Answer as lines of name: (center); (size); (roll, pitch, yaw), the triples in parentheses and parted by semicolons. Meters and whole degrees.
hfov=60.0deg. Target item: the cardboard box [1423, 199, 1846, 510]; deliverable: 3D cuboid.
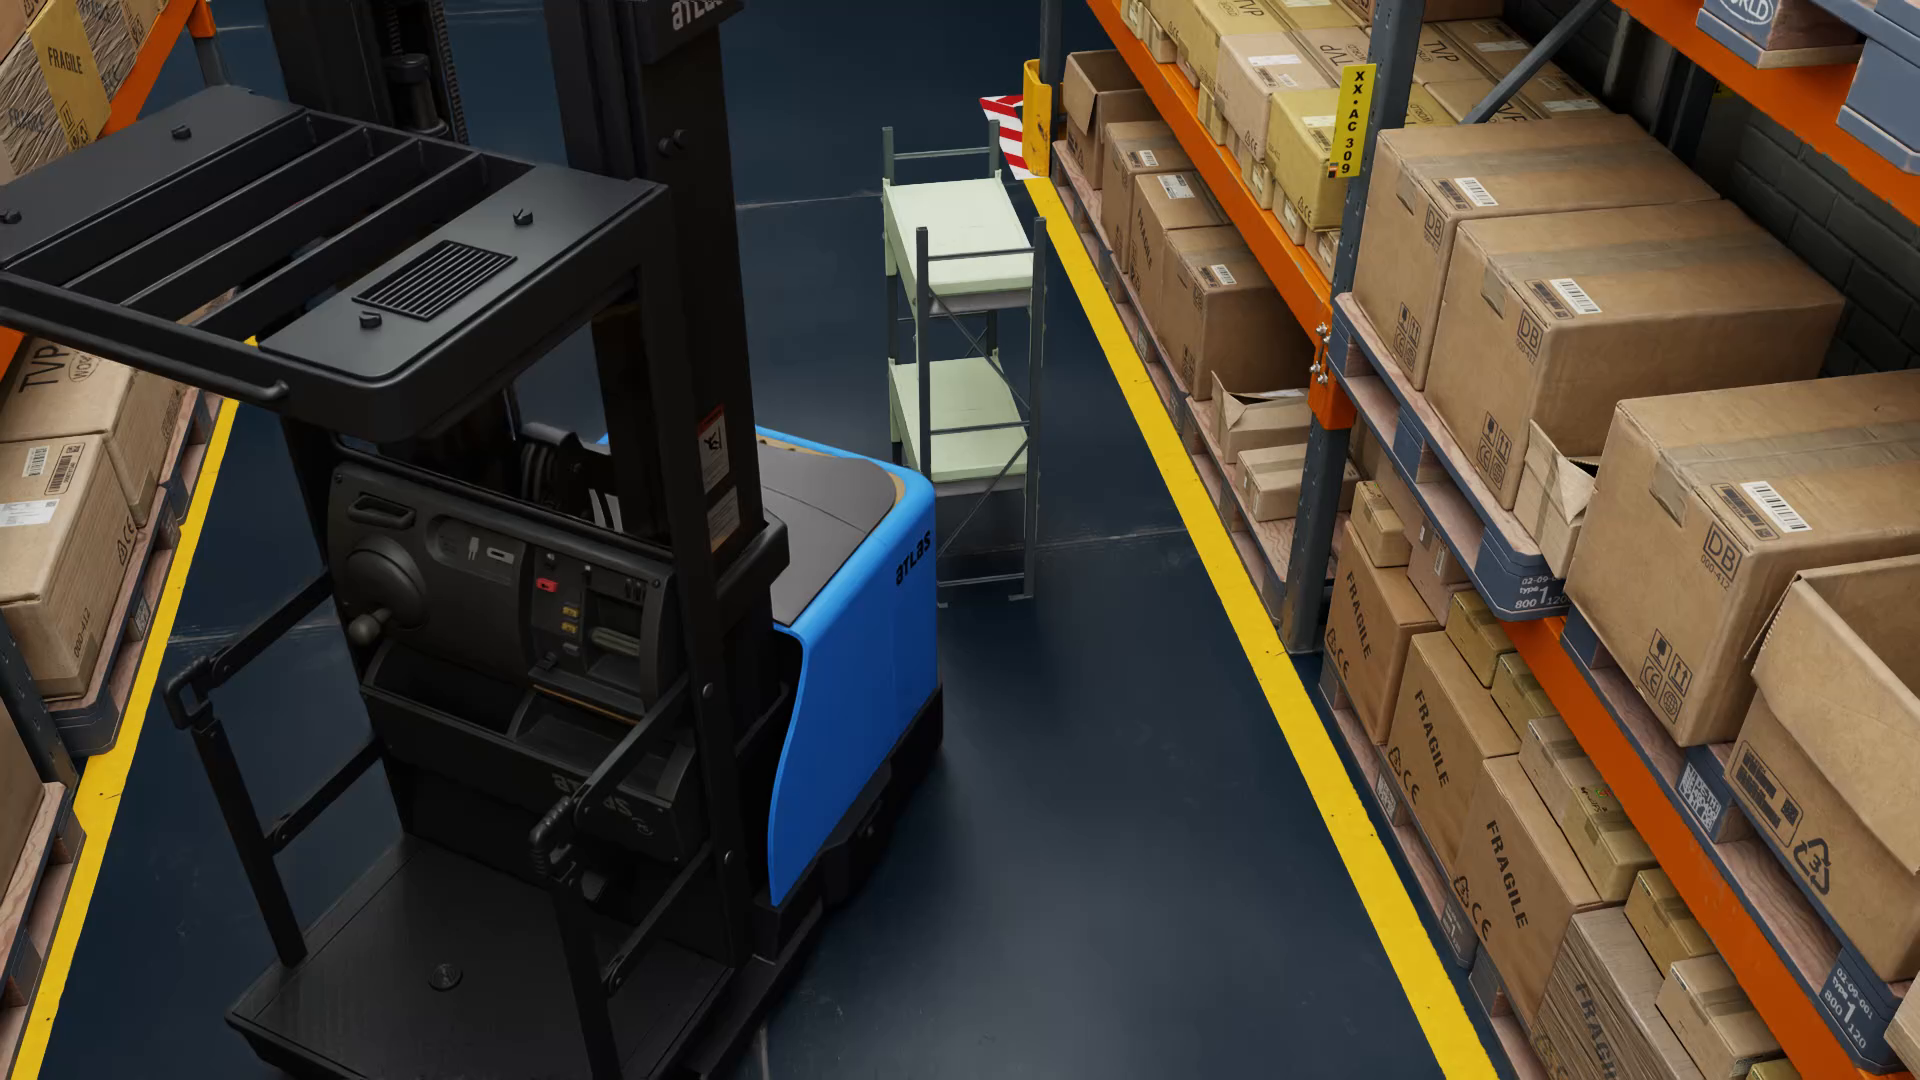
cardboard box: (1.570, -0.449, 3.959); (0.700, 0.500, 0.500); (-6, 38, -7)

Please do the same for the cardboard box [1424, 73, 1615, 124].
cardboard box: (1.794, -1.259, 5.306); (0.500, 0.250, 0.500); (-7, 38, -8)

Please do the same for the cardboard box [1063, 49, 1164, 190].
cardboard box: (0.927, -2.089, 8.187); (0.797, 0.503, 0.637); (-8, 38, -10)

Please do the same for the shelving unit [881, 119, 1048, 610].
shelving unit: (0.001, -0.588, 5.785); (0.431, 1.500, 0.755); (-6, 38, -8)

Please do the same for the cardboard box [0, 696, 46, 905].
cardboard box: (-3.084, 0.702, 4.290); (0.875, 0.875, 0.875); (-5, 38, -7)

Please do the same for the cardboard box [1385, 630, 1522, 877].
cardboard box: (1.581, 0.585, 4.747); (0.500, 0.500, 0.500); (-7, 38, -9)

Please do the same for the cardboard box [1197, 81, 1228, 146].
cardboard box: (1.082, -1.561, 6.019); (0.380, 0.149, 0.250); (-7, 38, -9)

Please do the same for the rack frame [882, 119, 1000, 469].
rack frame: (-0.063, -0.809, 6.069); (0.400, 1.500, 0.023); (-6, 38, -8)

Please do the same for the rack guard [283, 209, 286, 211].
rack guard: (-3.977, -1.780, 8.134); (1.175, 0.500, 0.348); (-6, 38, -8)

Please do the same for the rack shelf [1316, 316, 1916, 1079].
rack shelf: (1.965, 0.619, 3.594); (1.077, 0.370, 4.000); (-6, 38, -8)

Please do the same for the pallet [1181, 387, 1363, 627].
pallet: (1.495, -0.186, 6.318); (1.003, 0.211, 1.213); (-6, 38, -8)

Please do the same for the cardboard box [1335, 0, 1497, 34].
cardboard box: (1.610, -1.873, 6.096); (0.500, 0.250, 0.500); (-5, 38, -7)

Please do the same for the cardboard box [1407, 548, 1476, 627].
cardboard box: (1.540, 0.097, 4.847); (0.380, 0.149, 0.250); (-7, 38, -9)

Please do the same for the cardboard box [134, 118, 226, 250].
cardboard box: (-3.759, -1.519, 7.506); (0.875, 0.438, 0.875); (-7, 38, -9)

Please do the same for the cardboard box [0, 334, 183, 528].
cardboard box: (-3.434, -0.422, 6.095); (0.875, 0.438, 0.875); (-7, 38, -9)

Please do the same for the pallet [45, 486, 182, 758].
pallet: (-3.328, 0.297, 5.696); (1.003, 0.211, 1.213); (-6, 38, -8)

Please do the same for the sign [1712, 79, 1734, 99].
sign: (2.160, -1.392, 4.653); (0.100, 0.325, 0.005); (-6, 38, -8)

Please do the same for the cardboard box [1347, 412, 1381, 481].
cardboard box: (1.731, -0.401, 6.171); (0.500, 0.311, 0.500); (-5, 38, -6)

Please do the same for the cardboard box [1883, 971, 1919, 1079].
cardboard box: (1.812, 0.834, 2.511); (0.500, 0.250, 0.500); (-8, 39, -10)

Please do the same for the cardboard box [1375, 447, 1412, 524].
cardboard box: (1.475, -0.186, 4.969); (0.380, 0.149, 0.250); (-7, 38, -9)

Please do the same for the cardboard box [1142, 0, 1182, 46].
cardboard box: (1.019, -2.127, 6.423); (0.500, 0.250, 0.500); (-7, 38, -9)

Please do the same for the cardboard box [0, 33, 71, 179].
cardboard box: (-3.261, -1.293, 5.388); (0.500, 0.500, 0.500); (-6, 38, -8)

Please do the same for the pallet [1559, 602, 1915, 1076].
pallet: (1.970, 0.445, 3.389); (1.003, 0.211, 1.213); (-6, 38, -8)

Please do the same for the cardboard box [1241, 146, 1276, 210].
cardboard box: (1.174, -1.248, 5.617); (0.380, 0.149, 0.250); (-5, 38, -7)

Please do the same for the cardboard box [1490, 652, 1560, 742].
cardboard box: (1.658, 0.414, 4.438); (0.380, 0.149, 0.250); (-7, 38, -9)

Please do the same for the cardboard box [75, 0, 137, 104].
cardboard box: (-3.455, -1.915, 6.188); (0.500, 0.500, 0.500); (-5, 38, -7)

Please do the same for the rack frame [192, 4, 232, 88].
rack frame: (-3.973, -2.753, 7.348); (1.000, 3.000, 0.127); (-6, 38, -8)

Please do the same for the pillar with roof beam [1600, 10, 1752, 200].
pillar with roof beam: (-1.858, -3.296, 3.158); (9.100, 9.000, 0.400); (-6, 38, -8)

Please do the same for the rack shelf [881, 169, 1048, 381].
rack shelf: (0.001, -0.896, 5.545); (0.431, 0.370, 0.720); (-6, 38, -8)

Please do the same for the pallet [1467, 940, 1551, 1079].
pallet: (2.012, 1.454, 4.206); (1.003, 0.211, 1.213); (-6, 38, -8)

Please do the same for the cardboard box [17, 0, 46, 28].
cardboard box: (-3.364, -2.006, 5.491); (0.500, 0.500, 0.500); (-6, 38, -8)

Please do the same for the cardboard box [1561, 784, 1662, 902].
cardboard box: (1.706, 0.720, 4.045); (0.380, 0.149, 0.250); (-5, 38, -6)

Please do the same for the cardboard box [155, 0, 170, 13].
cardboard box: (-3.628, -2.529, 6.979); (0.500, 0.500, 0.500); (-6, 38, -8)

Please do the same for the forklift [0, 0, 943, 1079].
forklift: (-1.149, 0.190, 3.616); (1.130, 2.935, 3.031); (16, 41, 20)

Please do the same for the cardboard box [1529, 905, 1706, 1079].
cardboard box: (1.749, 1.201, 3.954); (0.500, 0.500, 0.500); (-8, 38, -10)

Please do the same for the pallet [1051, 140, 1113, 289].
pallet: (1.067, -1.660, 8.215); (1.003, 0.211, 1.213); (-6, 38, -8)

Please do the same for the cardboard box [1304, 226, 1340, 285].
cardboard box: (1.310, -0.939, 5.219); (0.380, 0.149, 0.250); (-6, 38, -7)

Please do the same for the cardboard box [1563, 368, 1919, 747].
cardboard box: (1.708, 0.025, 3.349); (0.700, 0.500, 0.500); (-6, 38, -8)

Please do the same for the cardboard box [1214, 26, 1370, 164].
cardboard box: (1.183, -1.513, 5.633); (0.500, 0.250, 0.500); (-6, 38, -8)

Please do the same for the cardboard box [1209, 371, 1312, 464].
cardboard box: (1.165, -0.480, 6.308); (0.396, 0.266, 0.258); (-5, 38, -6)

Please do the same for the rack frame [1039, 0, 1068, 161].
rack frame: (0.913, -3.289, 8.038); (1.000, 3.000, 0.127); (-6, 38, -8)

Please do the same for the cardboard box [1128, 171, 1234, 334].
cardboard box: (1.033, -1.237, 7.093); (0.500, 0.500, 0.500); (-6, 38, -7)

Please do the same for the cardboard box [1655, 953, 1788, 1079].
cardboard box: (1.775, 1.033, 3.641); (0.380, 0.149, 0.250); (-8, 39, -10)

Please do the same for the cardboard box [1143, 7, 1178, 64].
cardboard box: (0.944, -2.021, 6.612); (0.380, 0.149, 0.250); (-5, 38, -7)

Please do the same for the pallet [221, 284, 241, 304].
pallet: (-3.756, -1.177, 7.593); (1.003, 0.211, 1.213); (-6, 38, -8)
